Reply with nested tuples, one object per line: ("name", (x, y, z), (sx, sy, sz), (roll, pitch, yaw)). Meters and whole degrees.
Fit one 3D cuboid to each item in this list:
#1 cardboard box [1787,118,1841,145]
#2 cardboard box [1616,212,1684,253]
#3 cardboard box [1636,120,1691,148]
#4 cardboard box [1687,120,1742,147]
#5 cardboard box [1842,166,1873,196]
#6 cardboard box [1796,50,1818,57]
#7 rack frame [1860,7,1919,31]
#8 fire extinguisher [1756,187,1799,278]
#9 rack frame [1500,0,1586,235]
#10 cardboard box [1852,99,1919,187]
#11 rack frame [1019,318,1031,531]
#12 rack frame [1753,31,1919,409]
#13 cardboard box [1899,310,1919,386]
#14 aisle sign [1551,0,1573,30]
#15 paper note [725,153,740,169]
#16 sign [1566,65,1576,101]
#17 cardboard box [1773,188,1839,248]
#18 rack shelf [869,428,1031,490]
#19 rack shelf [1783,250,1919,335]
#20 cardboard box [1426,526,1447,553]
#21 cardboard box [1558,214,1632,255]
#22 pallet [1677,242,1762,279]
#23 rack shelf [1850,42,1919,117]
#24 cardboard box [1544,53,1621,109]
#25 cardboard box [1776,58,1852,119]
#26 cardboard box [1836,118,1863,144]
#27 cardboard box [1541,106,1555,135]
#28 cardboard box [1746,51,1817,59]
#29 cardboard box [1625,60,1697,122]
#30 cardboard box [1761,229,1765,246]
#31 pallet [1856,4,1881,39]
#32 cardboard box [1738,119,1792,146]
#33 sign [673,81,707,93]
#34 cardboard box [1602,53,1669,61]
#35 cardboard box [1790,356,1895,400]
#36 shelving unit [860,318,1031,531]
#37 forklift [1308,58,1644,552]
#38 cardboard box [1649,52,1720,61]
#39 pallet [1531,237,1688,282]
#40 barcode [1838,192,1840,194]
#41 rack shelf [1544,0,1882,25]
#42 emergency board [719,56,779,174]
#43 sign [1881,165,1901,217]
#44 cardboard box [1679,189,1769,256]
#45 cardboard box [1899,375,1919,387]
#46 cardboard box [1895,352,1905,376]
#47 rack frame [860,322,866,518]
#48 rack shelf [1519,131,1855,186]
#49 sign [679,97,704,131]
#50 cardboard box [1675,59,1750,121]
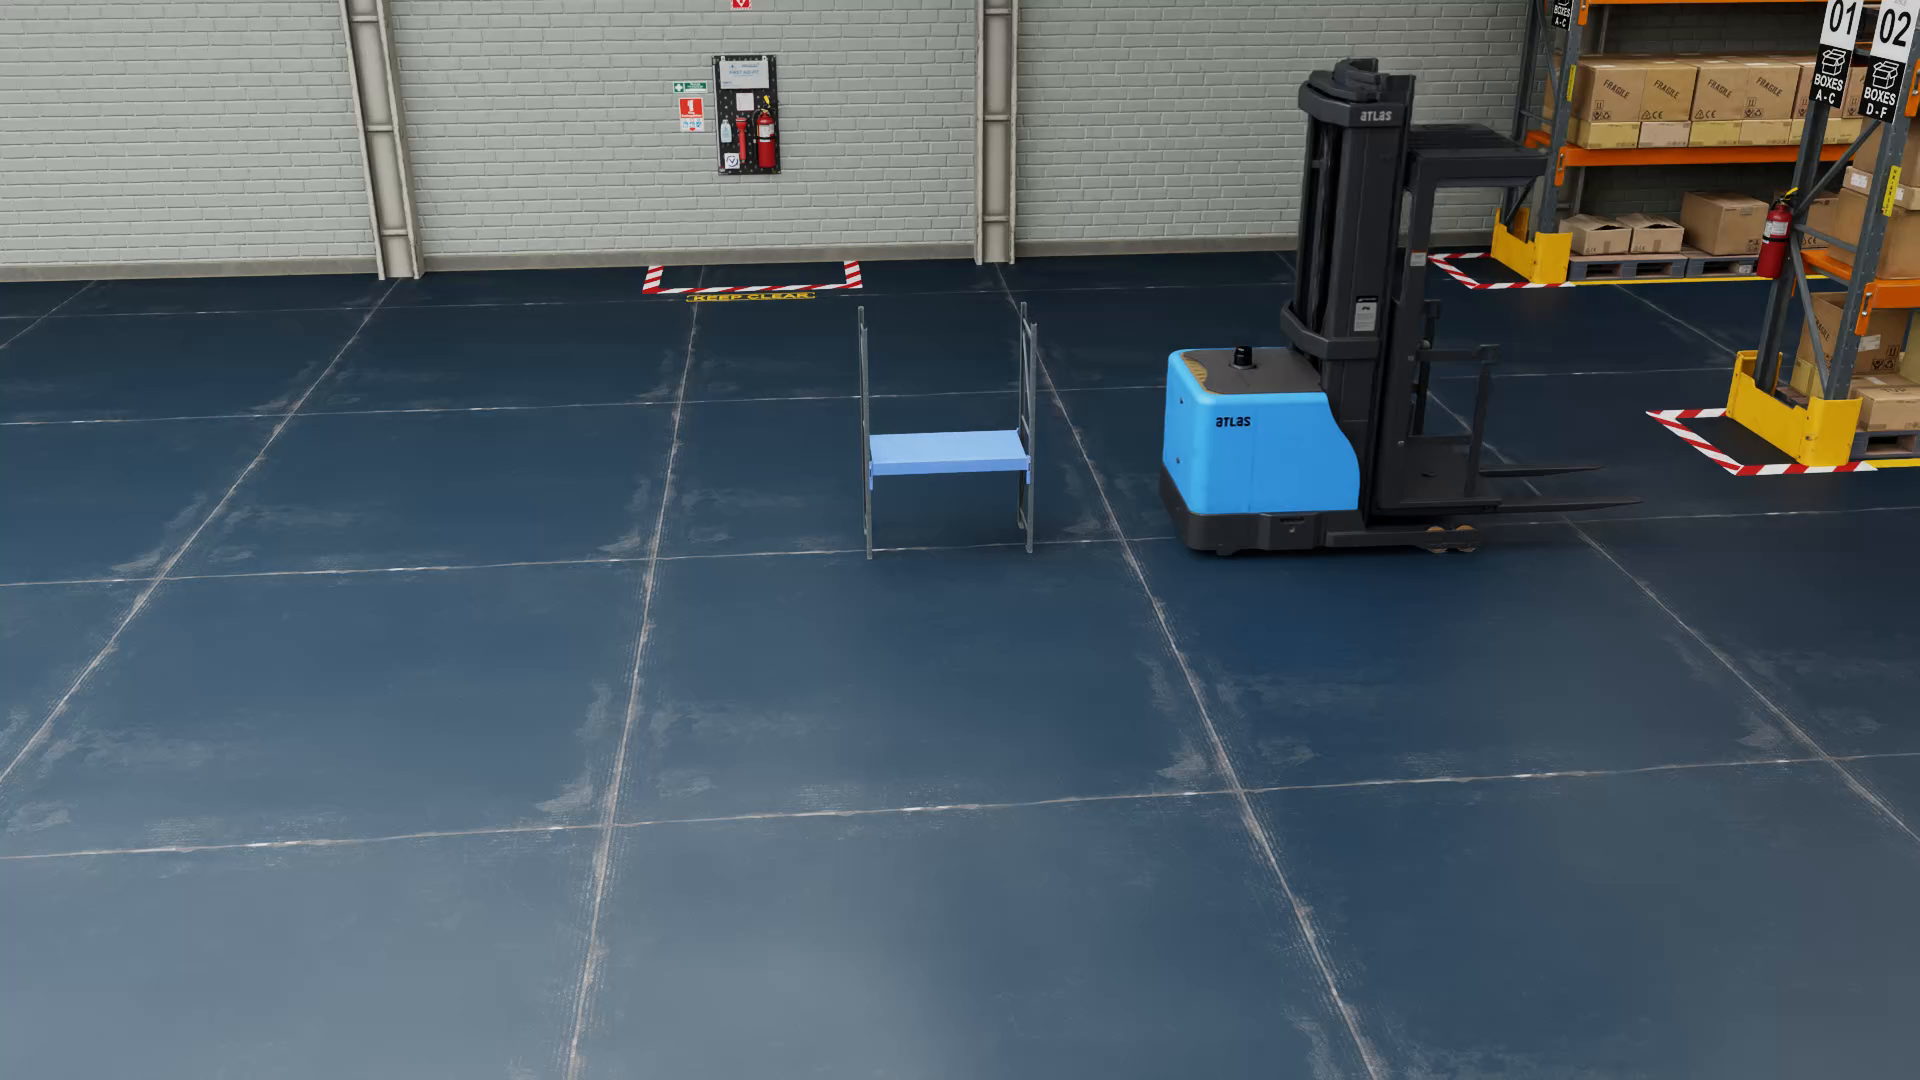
("cardboard box", (8.258, -4.055, 16.339), (0.500, 0.250, 0.500), (-2, 24, -5))
("cardboard box", (6.979, -3.125, 16.856), (0.500, 0.311, 0.500), (0, 24, -1))
("cardboard box", (6.746, -3.997, 16.209), (0.500, 0.250, 0.500), (-3, 24, -7))
("cardboard box", (7.254, -4.015, 16.249), (0.500, 0.250, 0.500), (-3, 24, -6))
("cardboard box", (6.566, -2.571, 11.919), (0.250, 0.149, 0.380), (-3, 24, -6))
("cardboard box", (8.692, -4.628, 16.706), (0.500, 0.500, 0.500), (-2, 24, -5))
("rack frame", (6.205, -4.878, 10.645), (0.127, 3.000, 1.000), (-2, 24, -5))
("fire extinguisher", (6.042, -2.284, 12.291), (0.183, 0.674, 0.296), (-2, 24, -5))
("rack frame", (5.714, -4.139, 16.368), (0.127, 3.000, 1.000), (-2, 24, -5))
("cardboard box", (6.723, -2.791, 11.615), (0.500, 0.500, 0.700), (-2, 24, -5))
("rack frame", (0.421, -0.702, 10.482), (0.013, 1.308, 0.475), (-2, 24, -5))
("rack frame", (6.205, -2.136, 11.864), (0.127, 3.000, 1.000), (-2, 24, -5))
("cardboard box", (7.258, -1.367, 12.077), (0.500, 0.500, 0.500), (-2, 24, -5))
("aisle sign", (5.672, -5.202, 15.561), (0.004, 0.787, 0.394), (-2, 24, -5))
("paper note", (-2.291, -3.812, 16.717), (0.142, 0.148, 0.016), (-2, 24, -5))
("sign", (5.768, -4.315, 15.699), (0.005, 0.325, 0.100), (-2, 24, -5))
("cardboard box", (8.666, -3.299, 17.016), (0.500, 0.500, 0.500), (-4, 24, -9))
("rack shelf", (-0.085, -0.518, 10.511), (1.000, 0.185, 0.538), (-2, 24, -5))
("rack shelf", (8.195, -1.888, 12.189), (4.000, 0.370, 1.077), (-2, 24, -5))
("cardboard box", (3.026, -0.002, 10.562), (0.160, 0.156, 0.130), (-3, 24, -6))
("cardboard box", (6.412, -3.102, 16.805), (0.500, 0.311, 0.500), (-5, 24, -11))
("pallet", (7.813, -2.933, 17.089), (1.213, 0.211, 1.003), (-2, 24, -5))
("rack shelf", (8.195, -3.258, 11.580), (4.000, 0.370, 1.077), (-2, 24, -5))
("cardboard box", (6.162, -4.527, 16.478), (0.500, 0.500, 0.500), (-3, 24, -6))
("cardboard box", (8.256, -4.400, 16.192), (0.500, 0.500, 0.500), (-3, 24, -7))
("cardboard box", (8.757, -4.081, 16.398), (0.500, 0.250, 0.500), (-2, 24, -5))
("cardboard box", (6.160, -4.176, 16.613), (0.500, 0.250, 0.500), (-2, 24, -4))
("cardboard box", (8.195, -4.610, 16.666), (0.500, 0.500, 0.500), (-2, 24, -4))
("cardboard box", (6.712, -4.335, 16.047), (0.500, 0.500, 0.500), (-2, 24, -5))
("cardboard box", (8.101, -3.141, 17.092), (0.250, 0.149, 0.380), (-4, 24, -9))
("pallet", (6.911, -3.485, 11.312), (1.213, 0.211, 1.003), (-2, 24, -5))
("cardboard box", (7.757, -4.034, 16.293), (0.500, 0.250, 0.500), (-2, 24, -5))
("sign", (-2.663, -4.468, 16.413), (0.331, 0.109, 0.001), (-2, 24, -5))
("cardboard box", (6.664, -4.543, 16.514), (0.500, 0.500, 0.500), (-2, 24, -4))
("cardboard box", (6.710, -1.213, 12.654), (0.500, 0.250, 0.500), (-2, 24, -5))
("shelving unit", (-0.085, -0.682, 10.438), (1.030, 1.308, 0.538), (-2, 24, -5))
("forklift", (2.897, -1.467, 10.442), (3.031, 2.935, 1.121), (-2, 24, -4))
("cardboard box", (15.270, 0.065, 5.669), (13.577, 0.889, 26.022), (-3, 24, -7))
("pallet", (6.602, -2.886, 16.982), (1.213, 0.211, 1.003), (-2, 24, -5))
("barcode", (9.134, -3.579, 17.250), (0.075, 0.075, 0.001), (-2, 24, -5))
("rack shelf", (7.705, -5.260, 16.085), (4.000, 0.370, 1.077), (-2, 24, -5))
("emergency board", (-2.104, -4.193, 16.491), (0.636, 1.158, 0.192), (-2, 24, -5))
("sign", (6.253, -2.344, 11.166), (0.005, 0.325, 0.100), (-2, 24, -5))
("cardboard box", (7.714, -3.220, 16.838), (0.500, 0.500, 0.700), (-4, 24, -8))
("cardboard box", (7.258, -1.025, 12.231), (0.500, 0.250, 0.500), (-2, 24, -5))
("cardboard box", (7.206, -1.238, 12.709), (0.500, 0.250, 0.500), (-2, 24, -5))
("rack frame", (-0.591, -0.661, 10.391), (0.013, 1.308, 0.475), (-2, 24, -5))
("rack shelf", (7.705, -3.890, 16.694), (4.000, 0.370, 1.077), (-2, 24, -5))
("sign", (-2.668, -4.229, 16.528), (0.234, 0.329, 0.001), (-2, 24, -5))
("cardboard box", (7.227, -4.353, 16.088), (0.500, 0.500, 0.500), (-3, 24, -7))
